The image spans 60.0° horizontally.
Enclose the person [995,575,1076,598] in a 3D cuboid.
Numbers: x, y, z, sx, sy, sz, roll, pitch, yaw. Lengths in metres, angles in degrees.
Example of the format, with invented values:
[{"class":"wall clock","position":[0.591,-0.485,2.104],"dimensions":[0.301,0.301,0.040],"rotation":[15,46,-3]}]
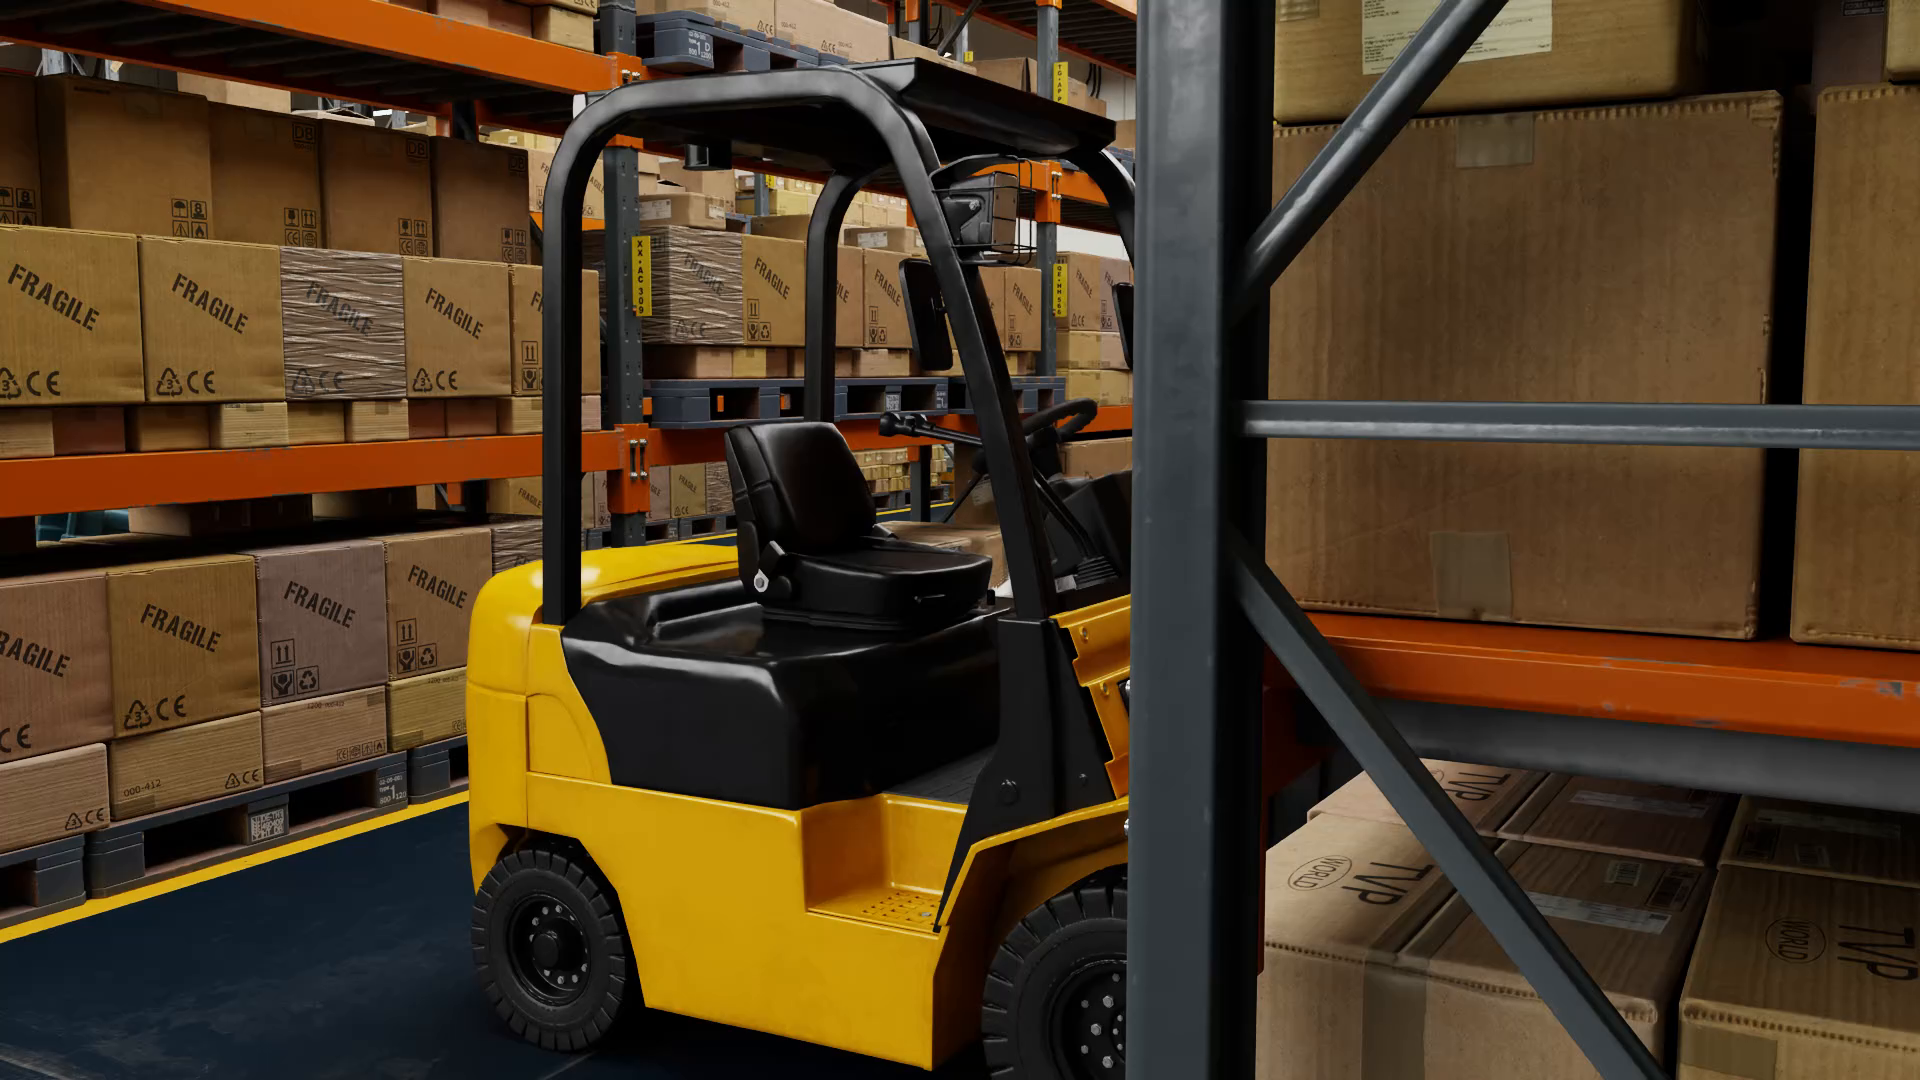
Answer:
[{"class":"person","position":[0.473,0.389,6.594],"dimensions":[0.914,0.993,0.577],"rotation":[3,7,29]}]
